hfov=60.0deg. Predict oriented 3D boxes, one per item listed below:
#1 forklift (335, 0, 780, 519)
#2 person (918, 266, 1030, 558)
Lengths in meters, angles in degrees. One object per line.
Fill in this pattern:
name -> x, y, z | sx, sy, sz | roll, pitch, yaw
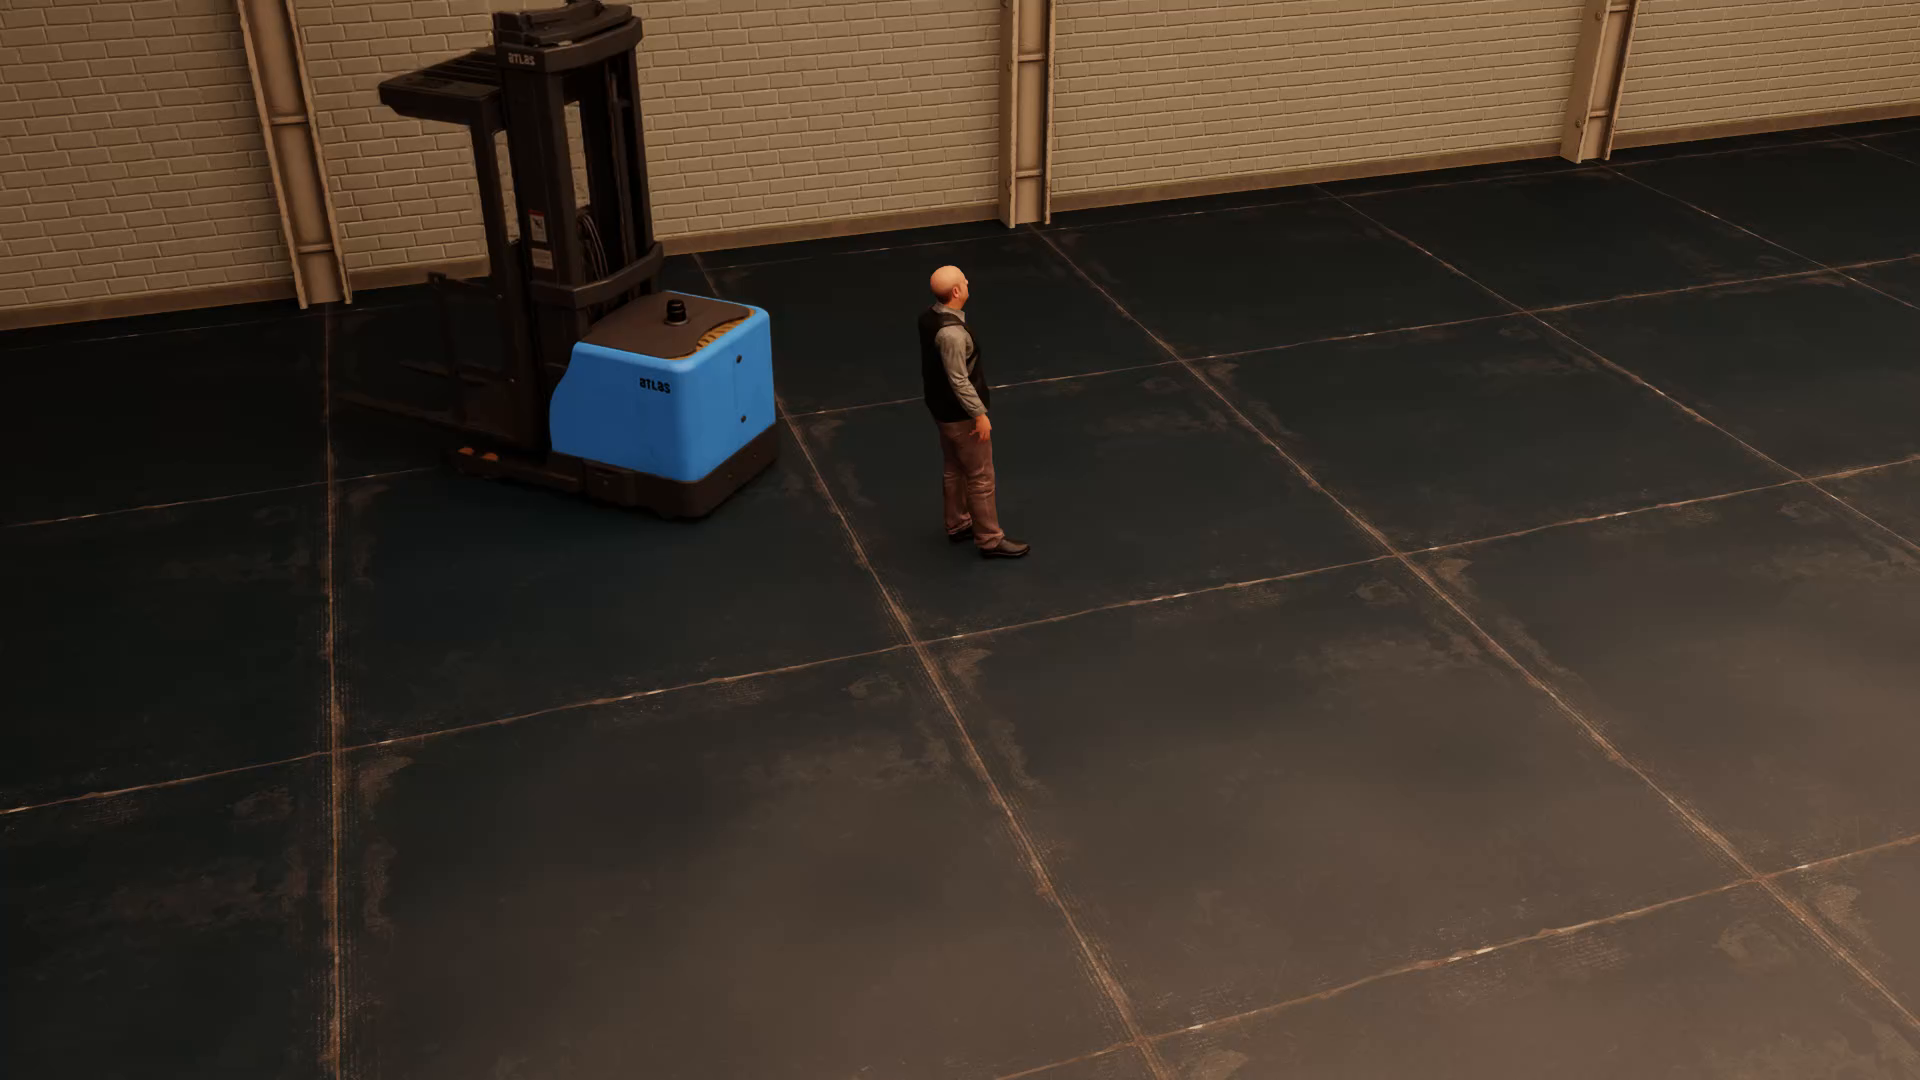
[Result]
forklift -> -2.735, -1.885, 10.363 | 3.031, 2.935, 1.130 | 13, 32, 22
person -> 0.069, -0.760, 9.606 | 0.551, 1.721, 0.633 | -10, 31, -16
